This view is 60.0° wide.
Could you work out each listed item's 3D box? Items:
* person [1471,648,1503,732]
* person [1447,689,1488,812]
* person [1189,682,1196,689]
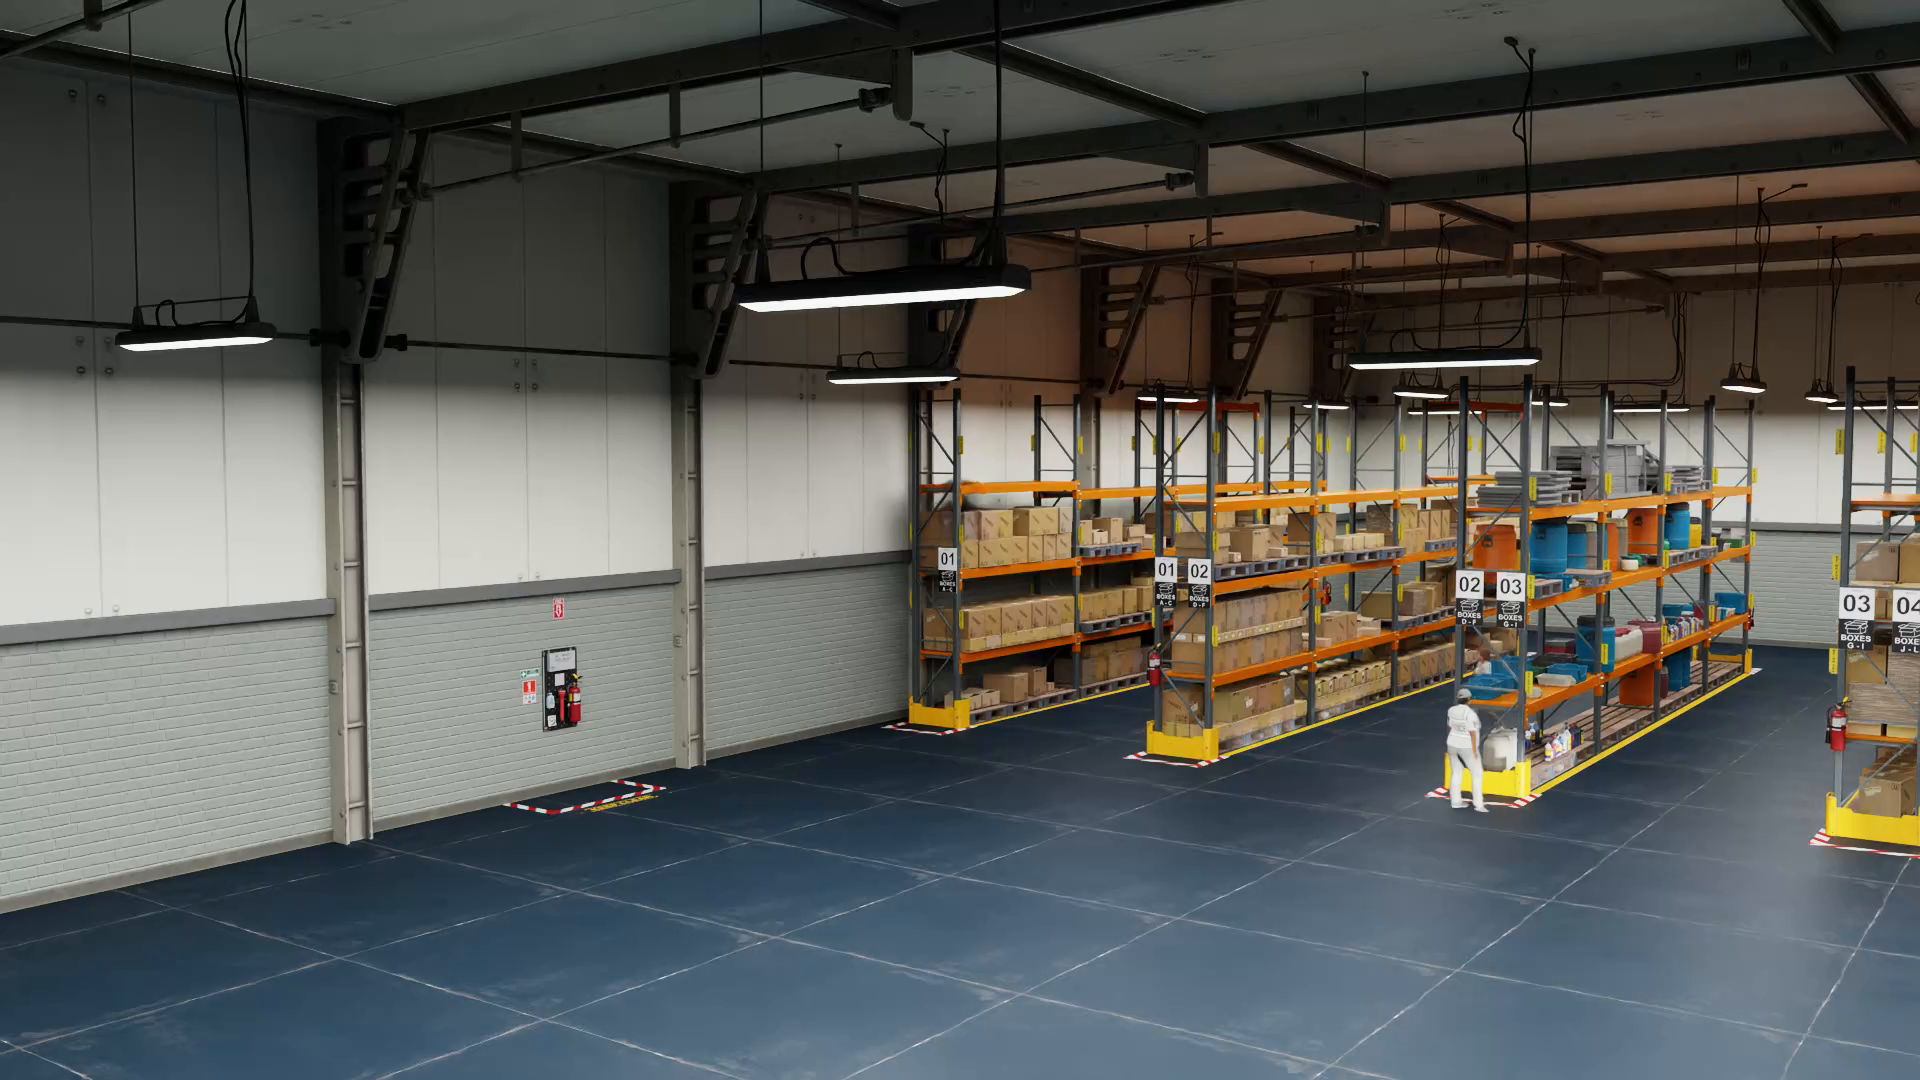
[{"bbox_3d":[8.966,2.598,28.345,0.889,1.542,0.406,-1,4,-23],"label":"person"},{"bbox_3d":[6.968,2.893,22.834,0.408,1.710,0.545,-2,4,-34],"label":"person"},{"bbox_3d":[4.603,2.310,32.855,0.534,1.644,0.964,2,4,29],"label":"person"}]
